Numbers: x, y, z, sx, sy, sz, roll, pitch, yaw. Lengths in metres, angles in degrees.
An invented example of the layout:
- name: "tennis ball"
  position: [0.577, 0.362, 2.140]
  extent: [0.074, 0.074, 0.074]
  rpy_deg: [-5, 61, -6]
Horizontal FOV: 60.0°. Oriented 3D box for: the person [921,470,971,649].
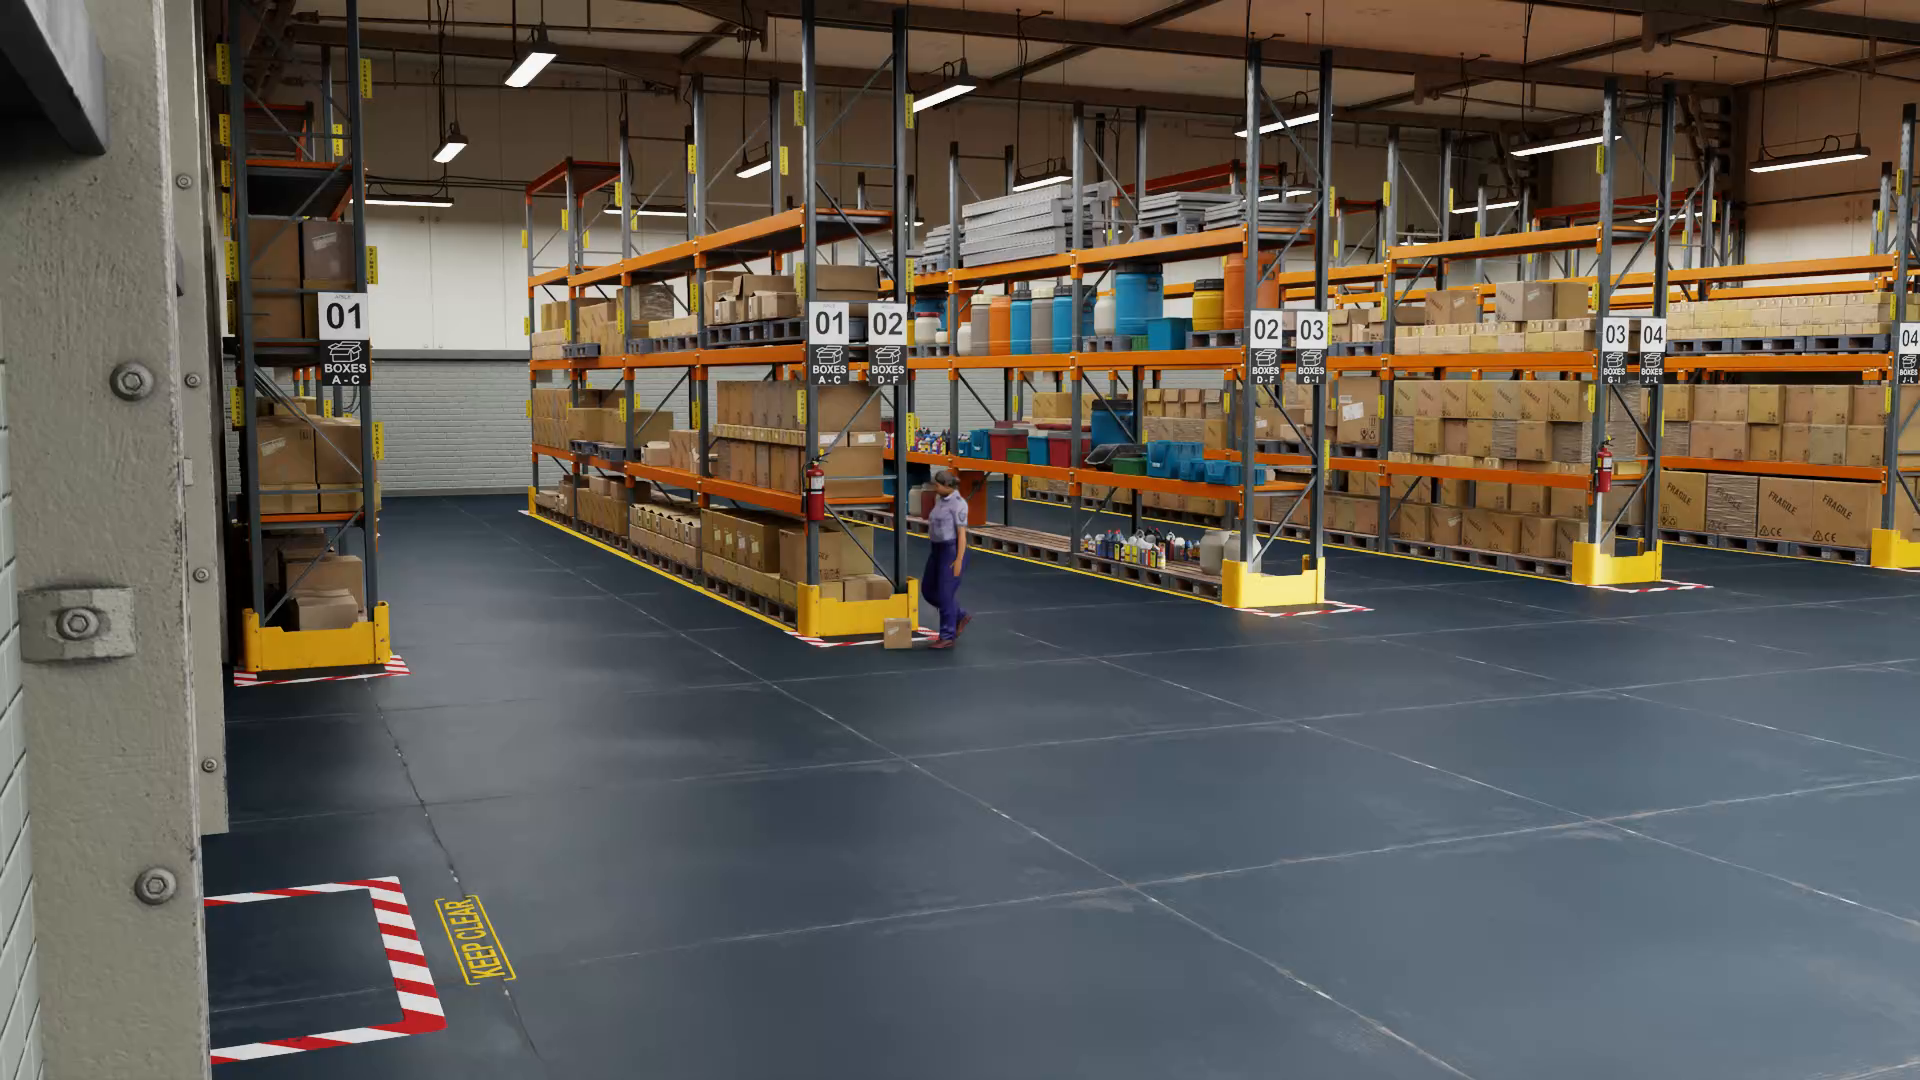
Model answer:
- name: "person"
  position: [-0.093, 0.163, 15.397]
  extent: [0.589, 1.630, 0.543]
  rpy_deg: [-3, 6, -25]
